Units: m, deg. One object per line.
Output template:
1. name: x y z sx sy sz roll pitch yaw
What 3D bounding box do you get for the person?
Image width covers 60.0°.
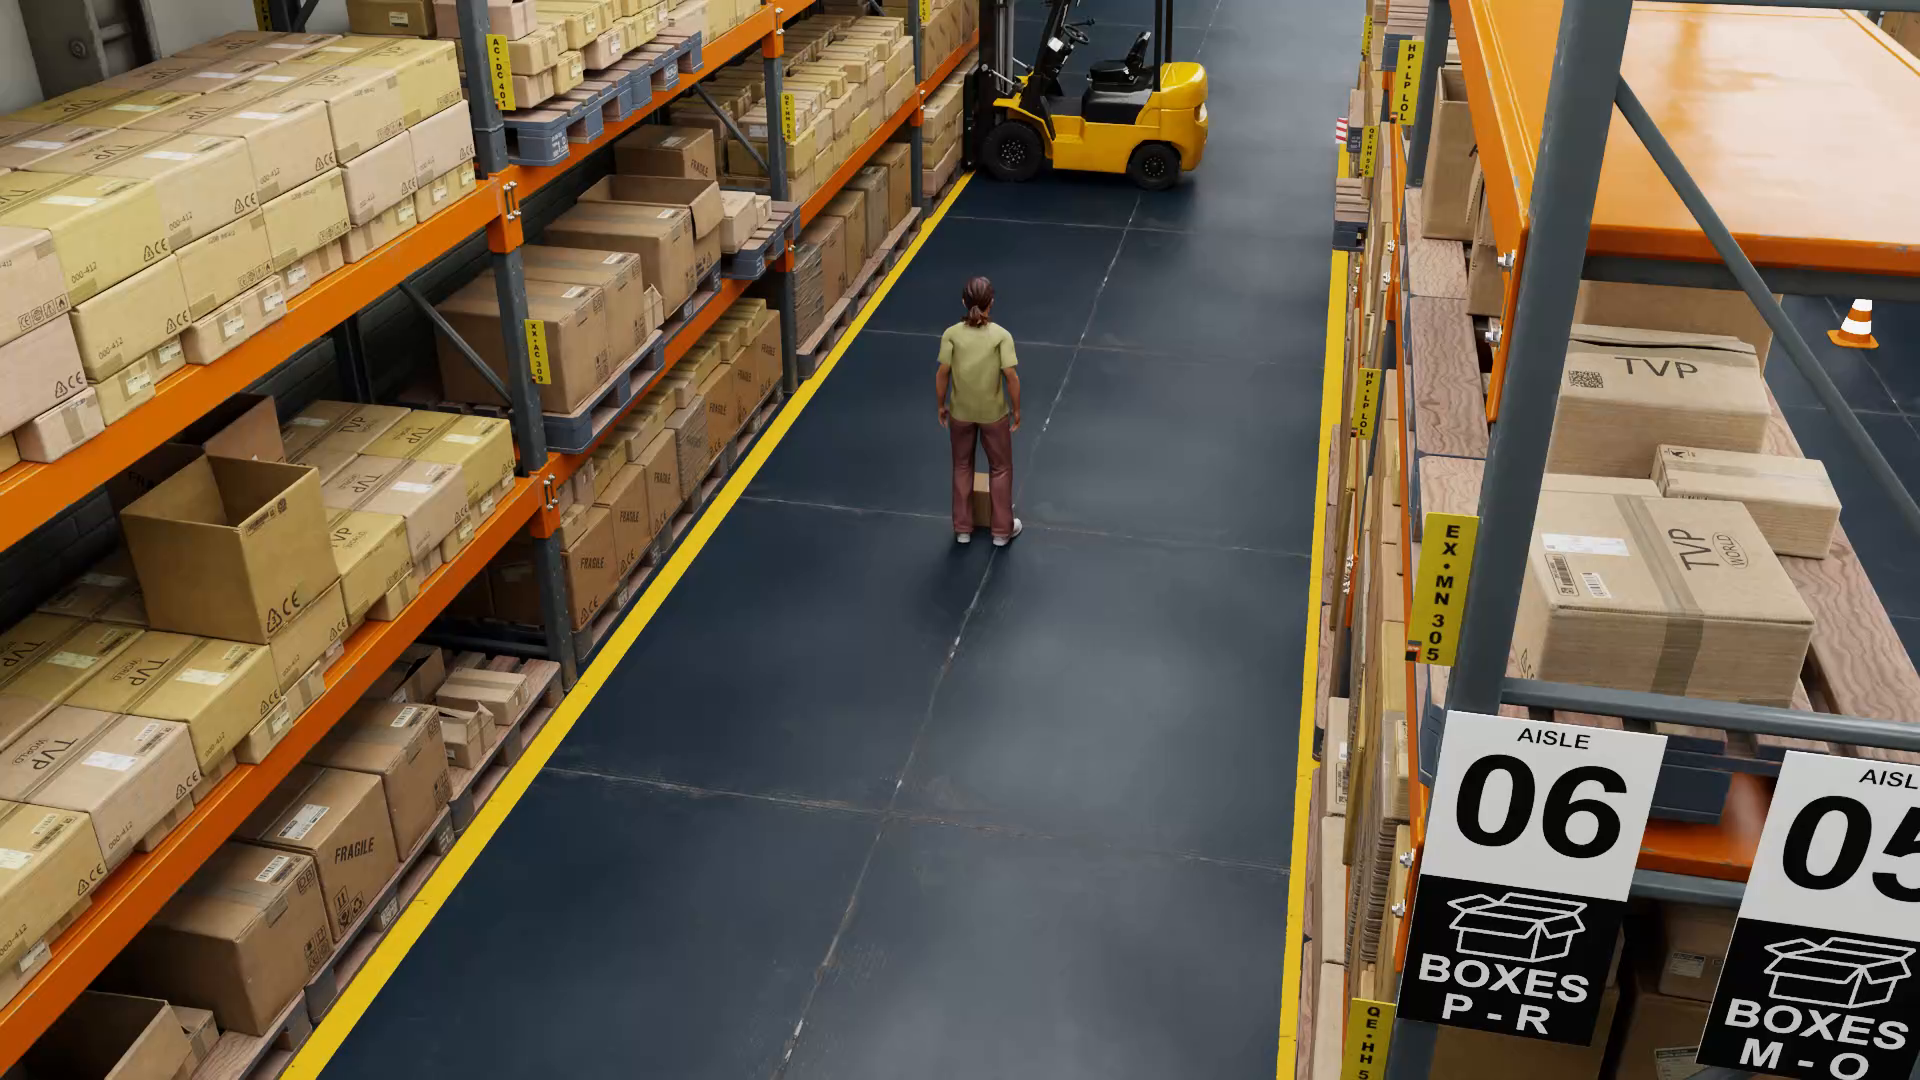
1. person: 0.116 -0.759 9.990 0.510 1.673 0.351 5 29 9
